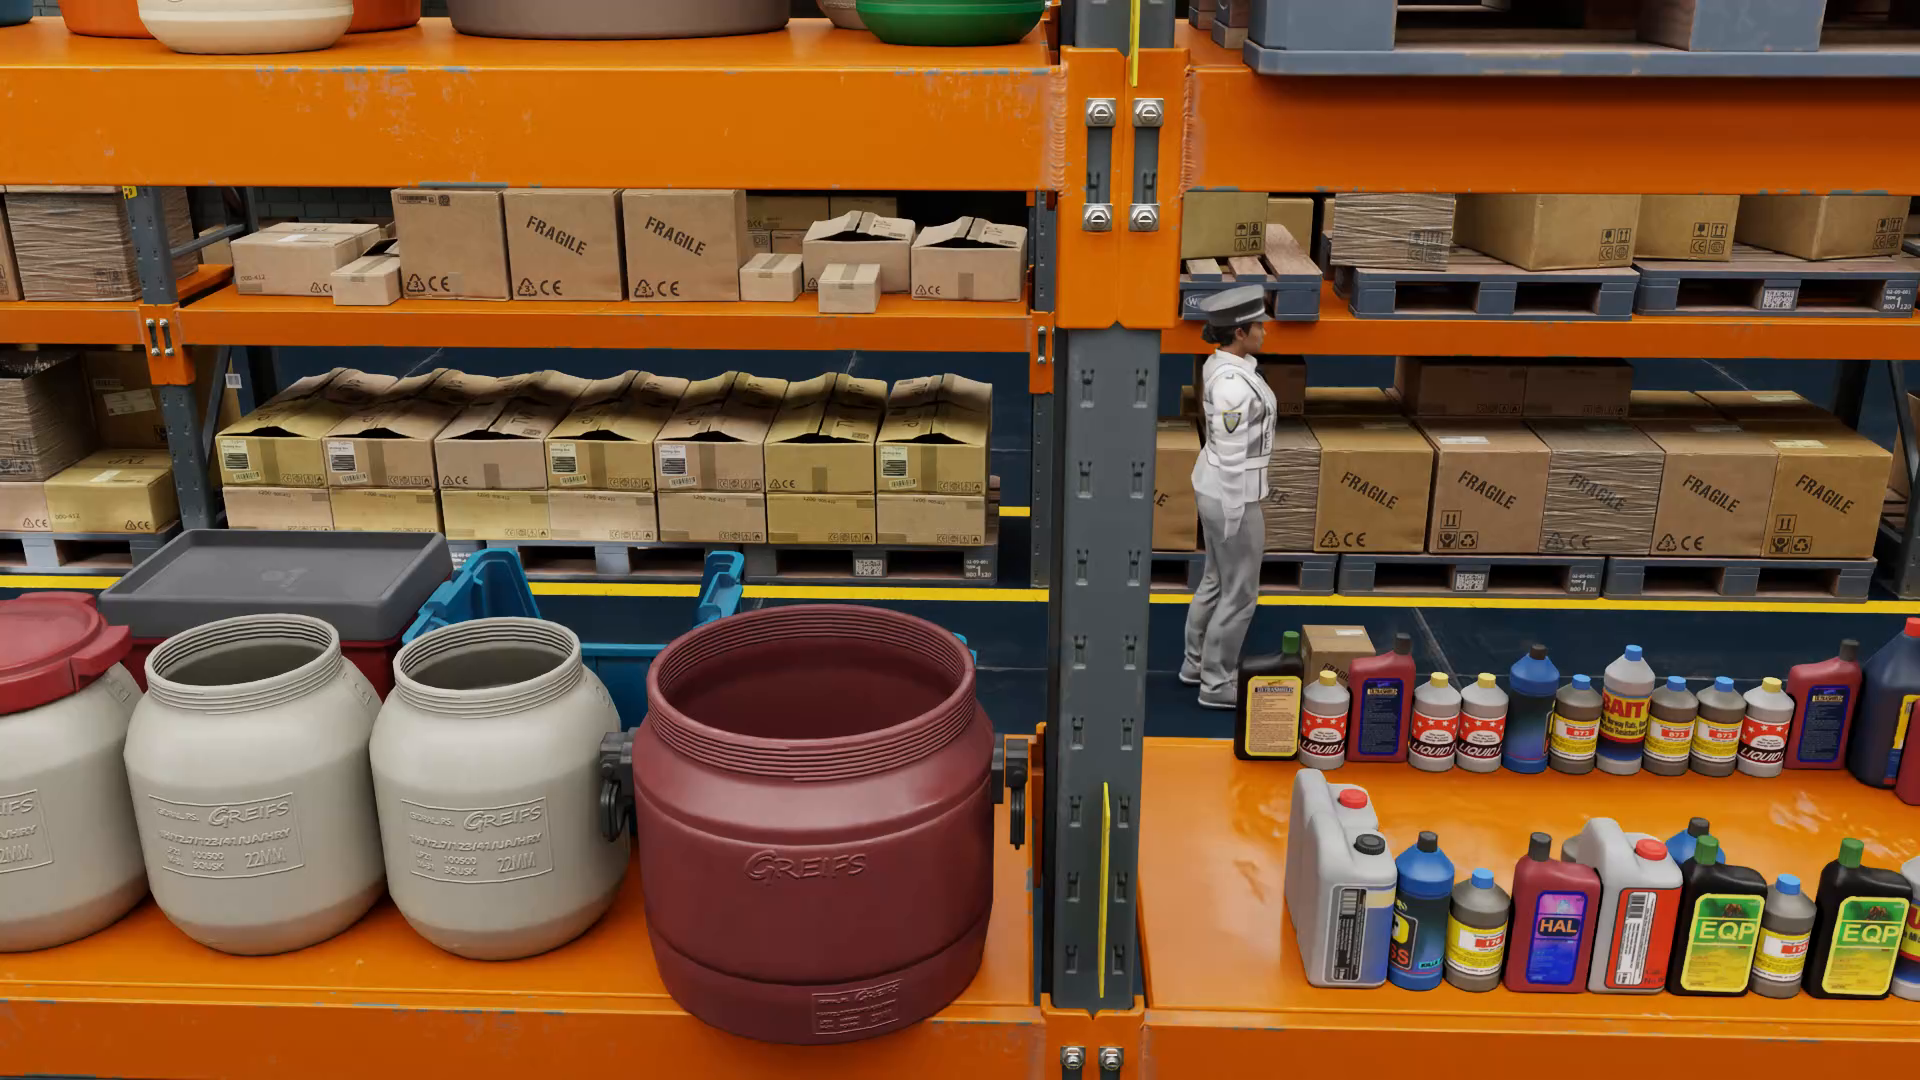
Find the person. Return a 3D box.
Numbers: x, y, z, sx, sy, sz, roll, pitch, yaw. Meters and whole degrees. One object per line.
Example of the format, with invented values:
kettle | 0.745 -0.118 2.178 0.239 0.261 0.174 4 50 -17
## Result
person | 1.066 -0.165 6.491 0.348 1.680 0.466 1 21 3
